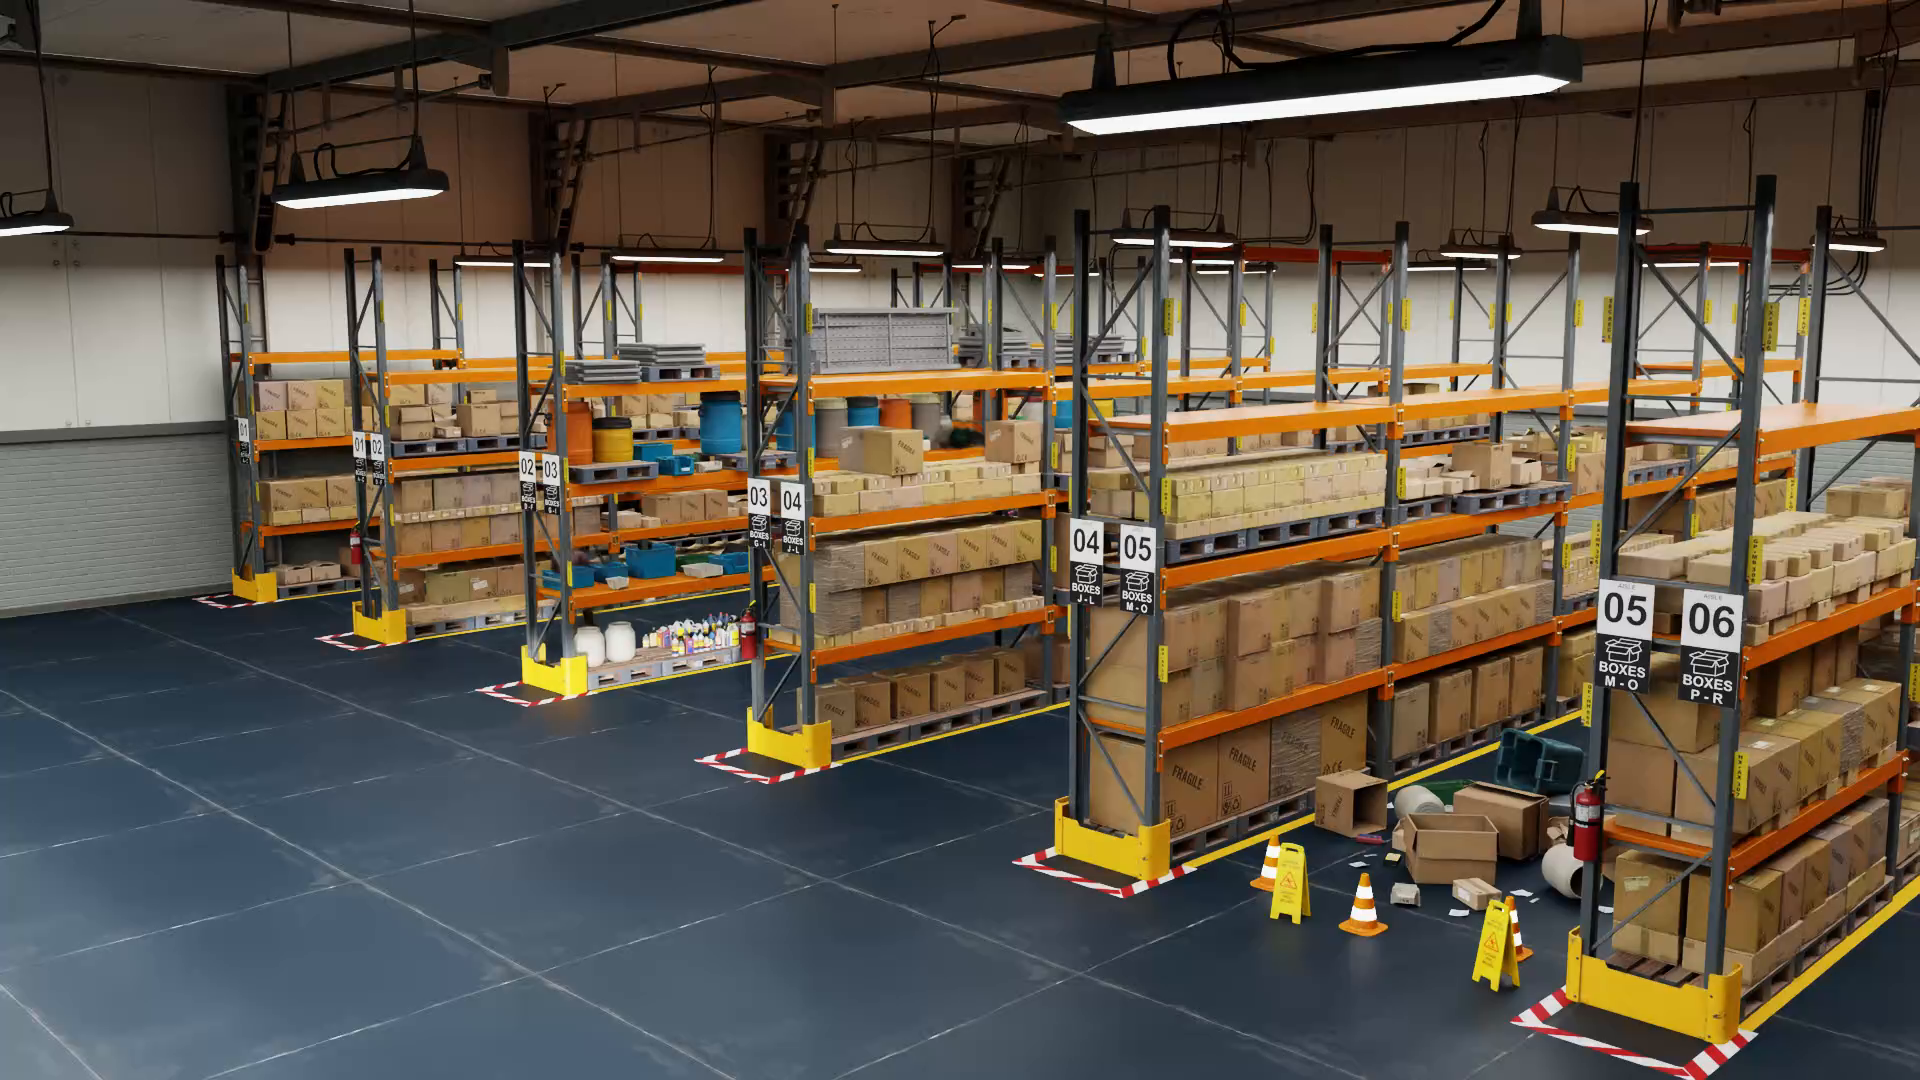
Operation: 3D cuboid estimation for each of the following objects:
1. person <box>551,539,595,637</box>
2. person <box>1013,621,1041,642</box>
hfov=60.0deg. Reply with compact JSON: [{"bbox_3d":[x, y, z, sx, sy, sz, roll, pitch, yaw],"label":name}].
[{"bbox_3d":[-5.828,0.795,25.150,0.715,1.737,0.876,-1,8,-10],"label":"person"},{"bbox_3d":[0.942,0.734,24.144,0.863,1.512,0.624,-6,10,-36],"label":"person"}]
